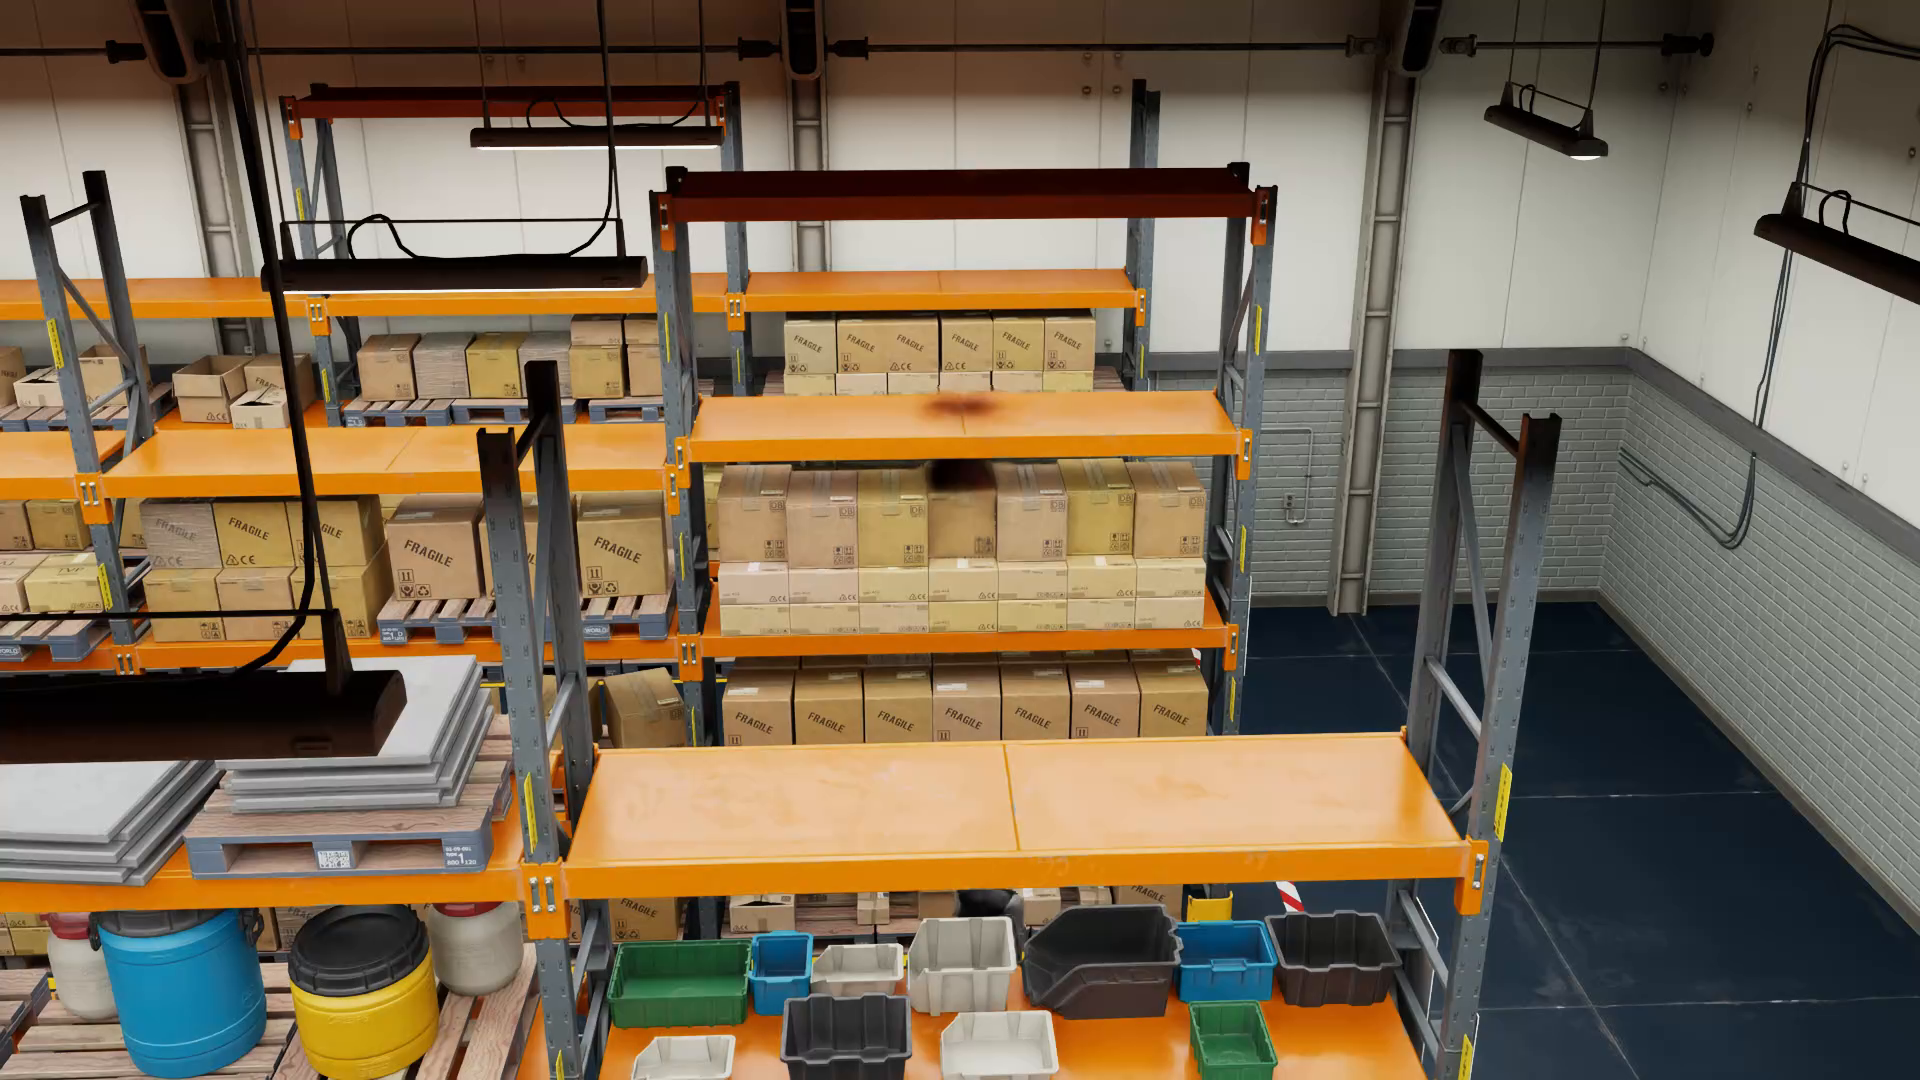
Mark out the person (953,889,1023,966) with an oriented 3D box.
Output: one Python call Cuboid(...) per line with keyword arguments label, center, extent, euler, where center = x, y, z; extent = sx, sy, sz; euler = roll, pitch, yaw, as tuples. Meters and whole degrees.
Cuboid(label="person", center=(0.206, 2.906, 11.694), extent=(0.543, 1.731, 0.405), euler=(12, 25, 26))
